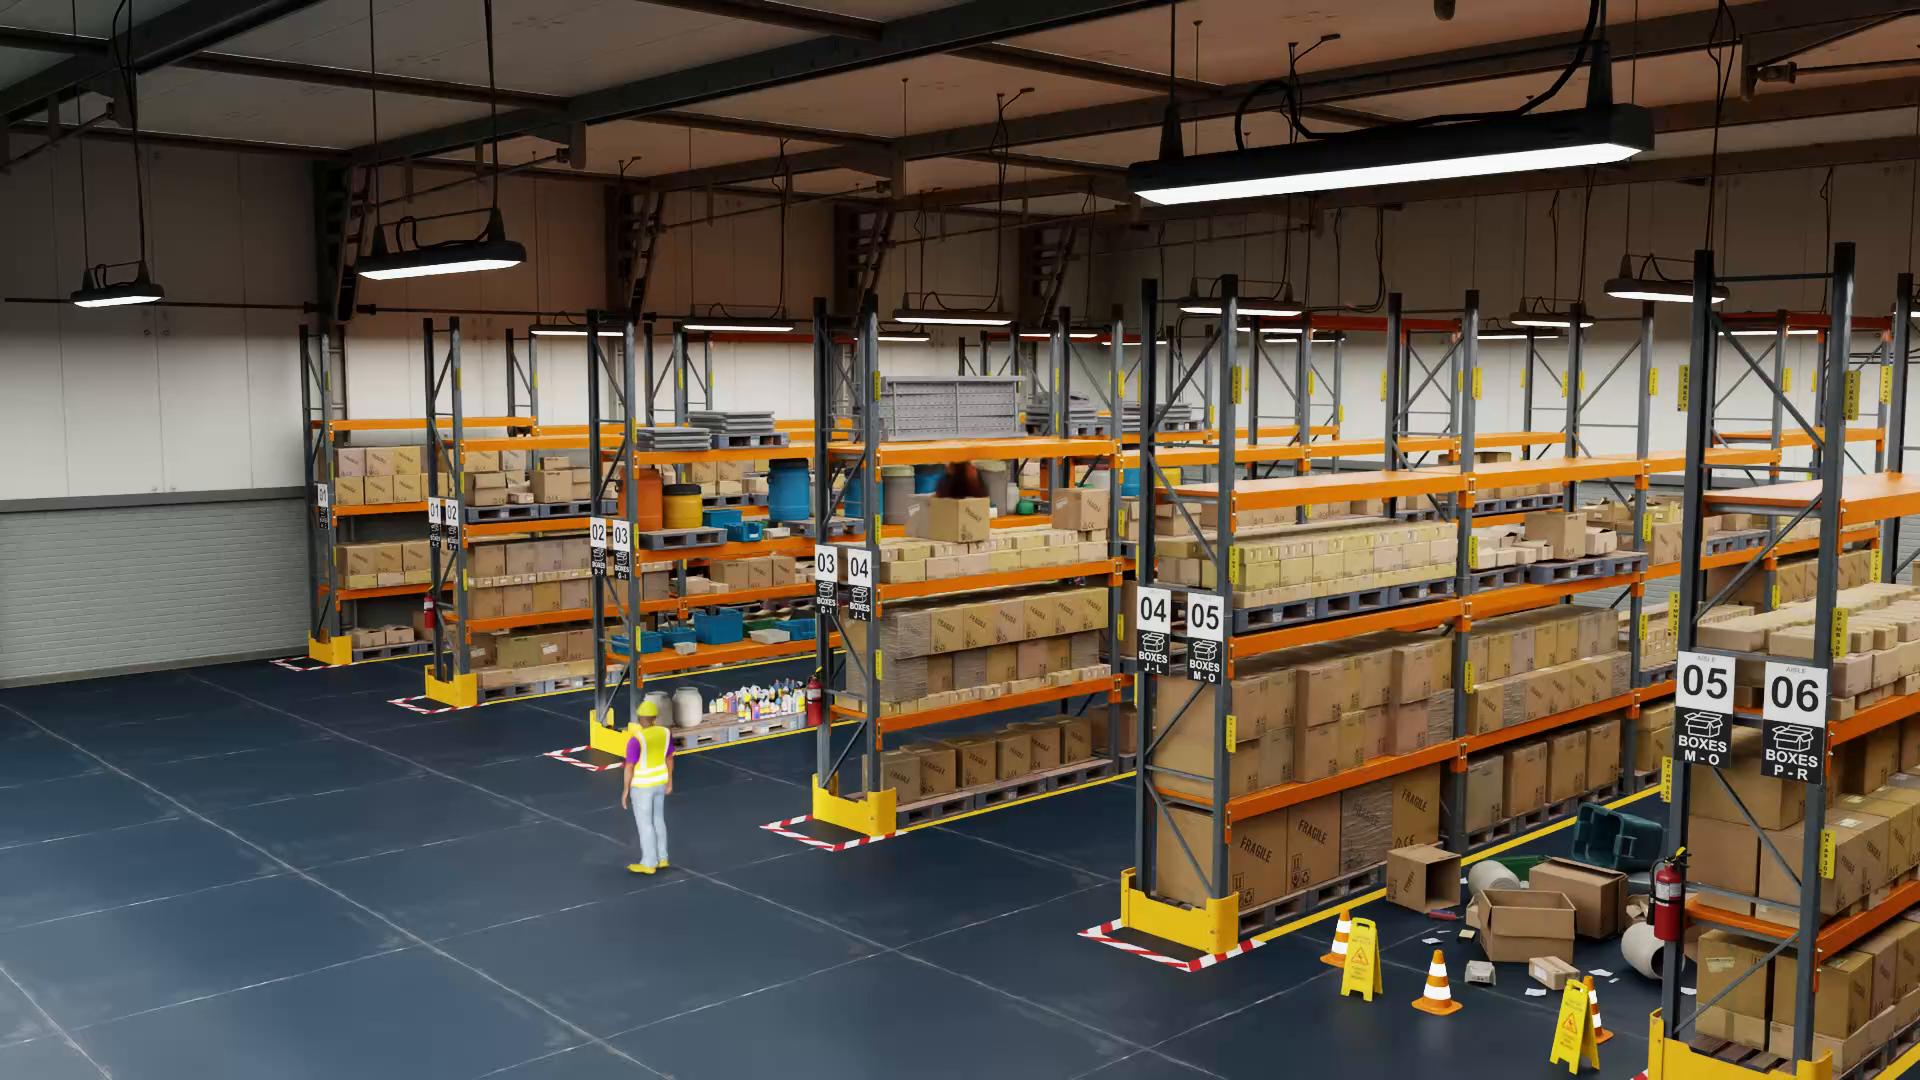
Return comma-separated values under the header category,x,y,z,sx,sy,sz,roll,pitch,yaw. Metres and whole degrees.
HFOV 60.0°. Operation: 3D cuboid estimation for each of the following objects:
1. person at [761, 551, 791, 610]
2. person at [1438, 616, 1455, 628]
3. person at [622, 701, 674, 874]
category,x,y,z,sx,sy,sz,roll,pitch,yaw
person,-3.733,0.981,33.470,0.611,1.621,1.064,5,8,43
person,7.156,1.857,24.441,0.953,1.770,0.643,-5,8,-41
person,-3.220,2.553,17.225,0.365,1.798,0.675,4,7,34
